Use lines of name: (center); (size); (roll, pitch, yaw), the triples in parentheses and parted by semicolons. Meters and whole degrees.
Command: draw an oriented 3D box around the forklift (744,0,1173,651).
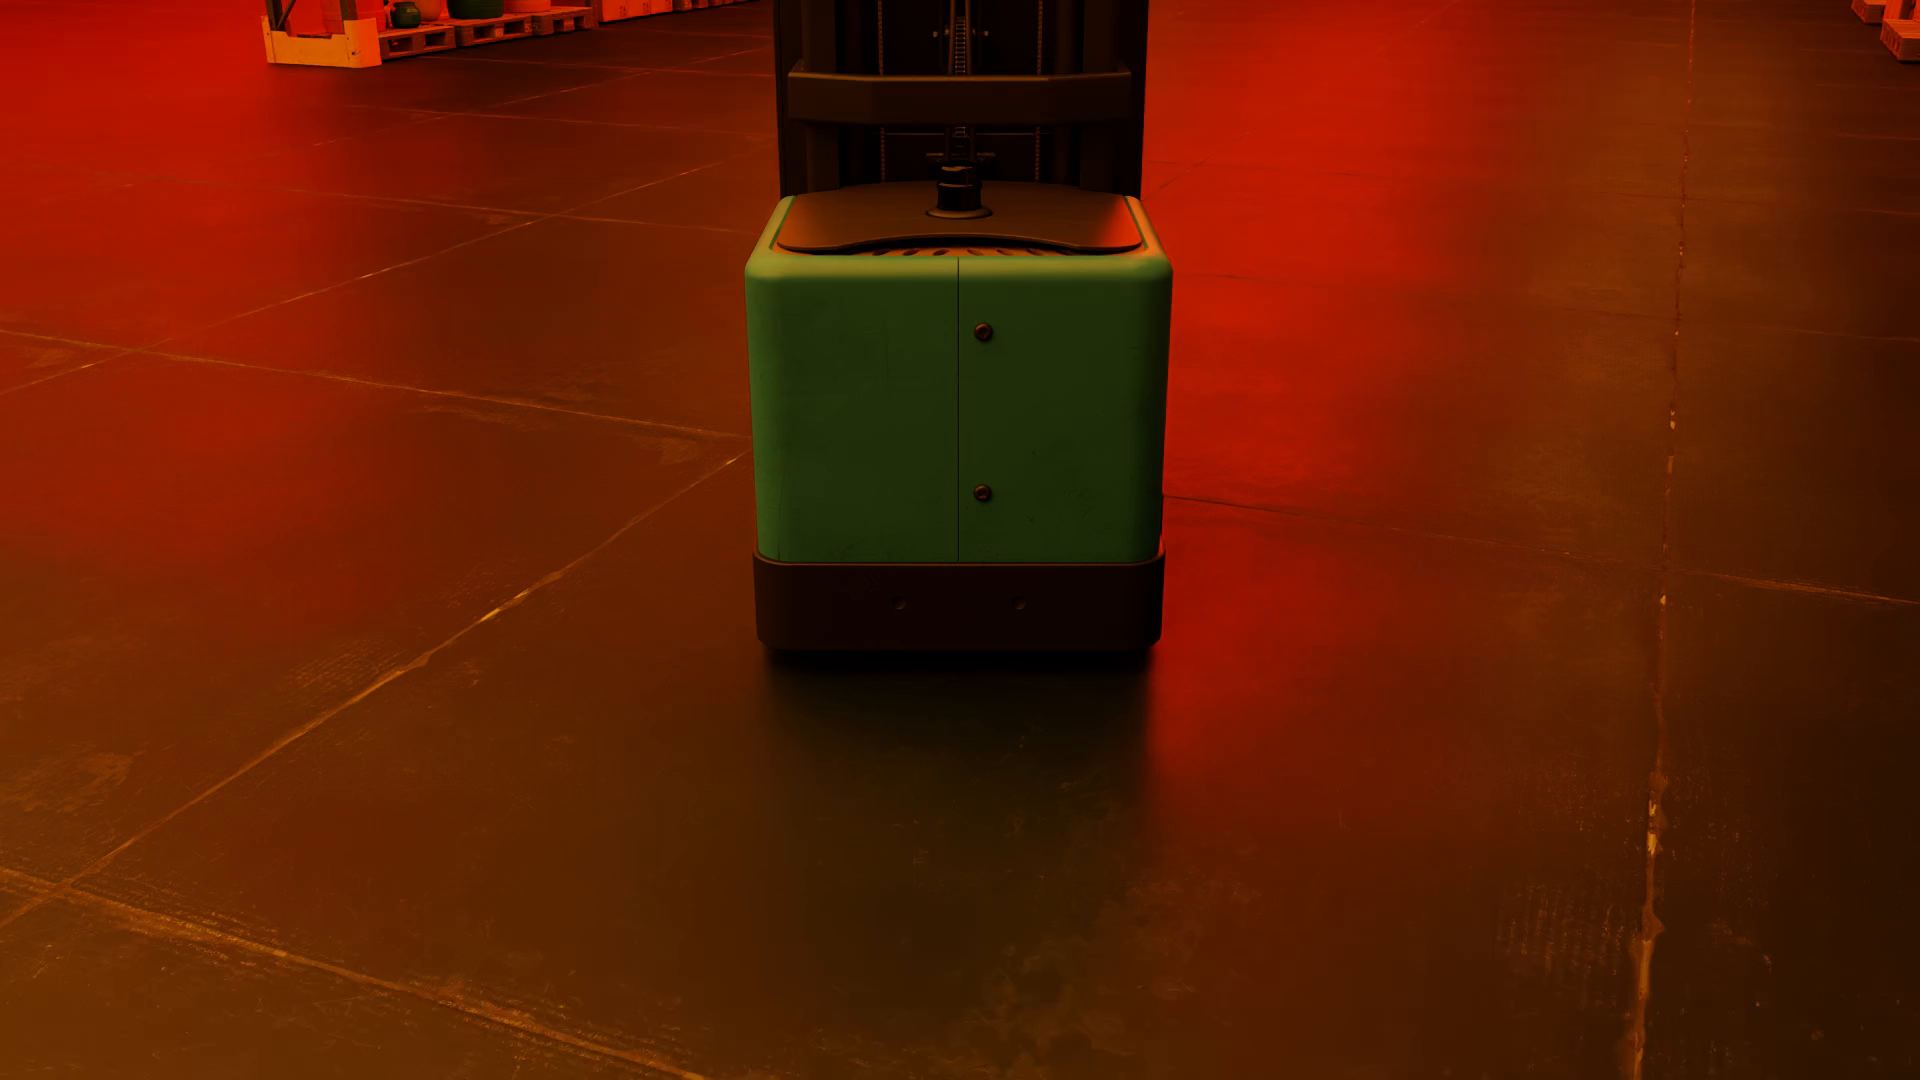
forklift: (0.002, -1.587, 5.089); (1.130, 2.935, 3.031); (0, 23, 0)
